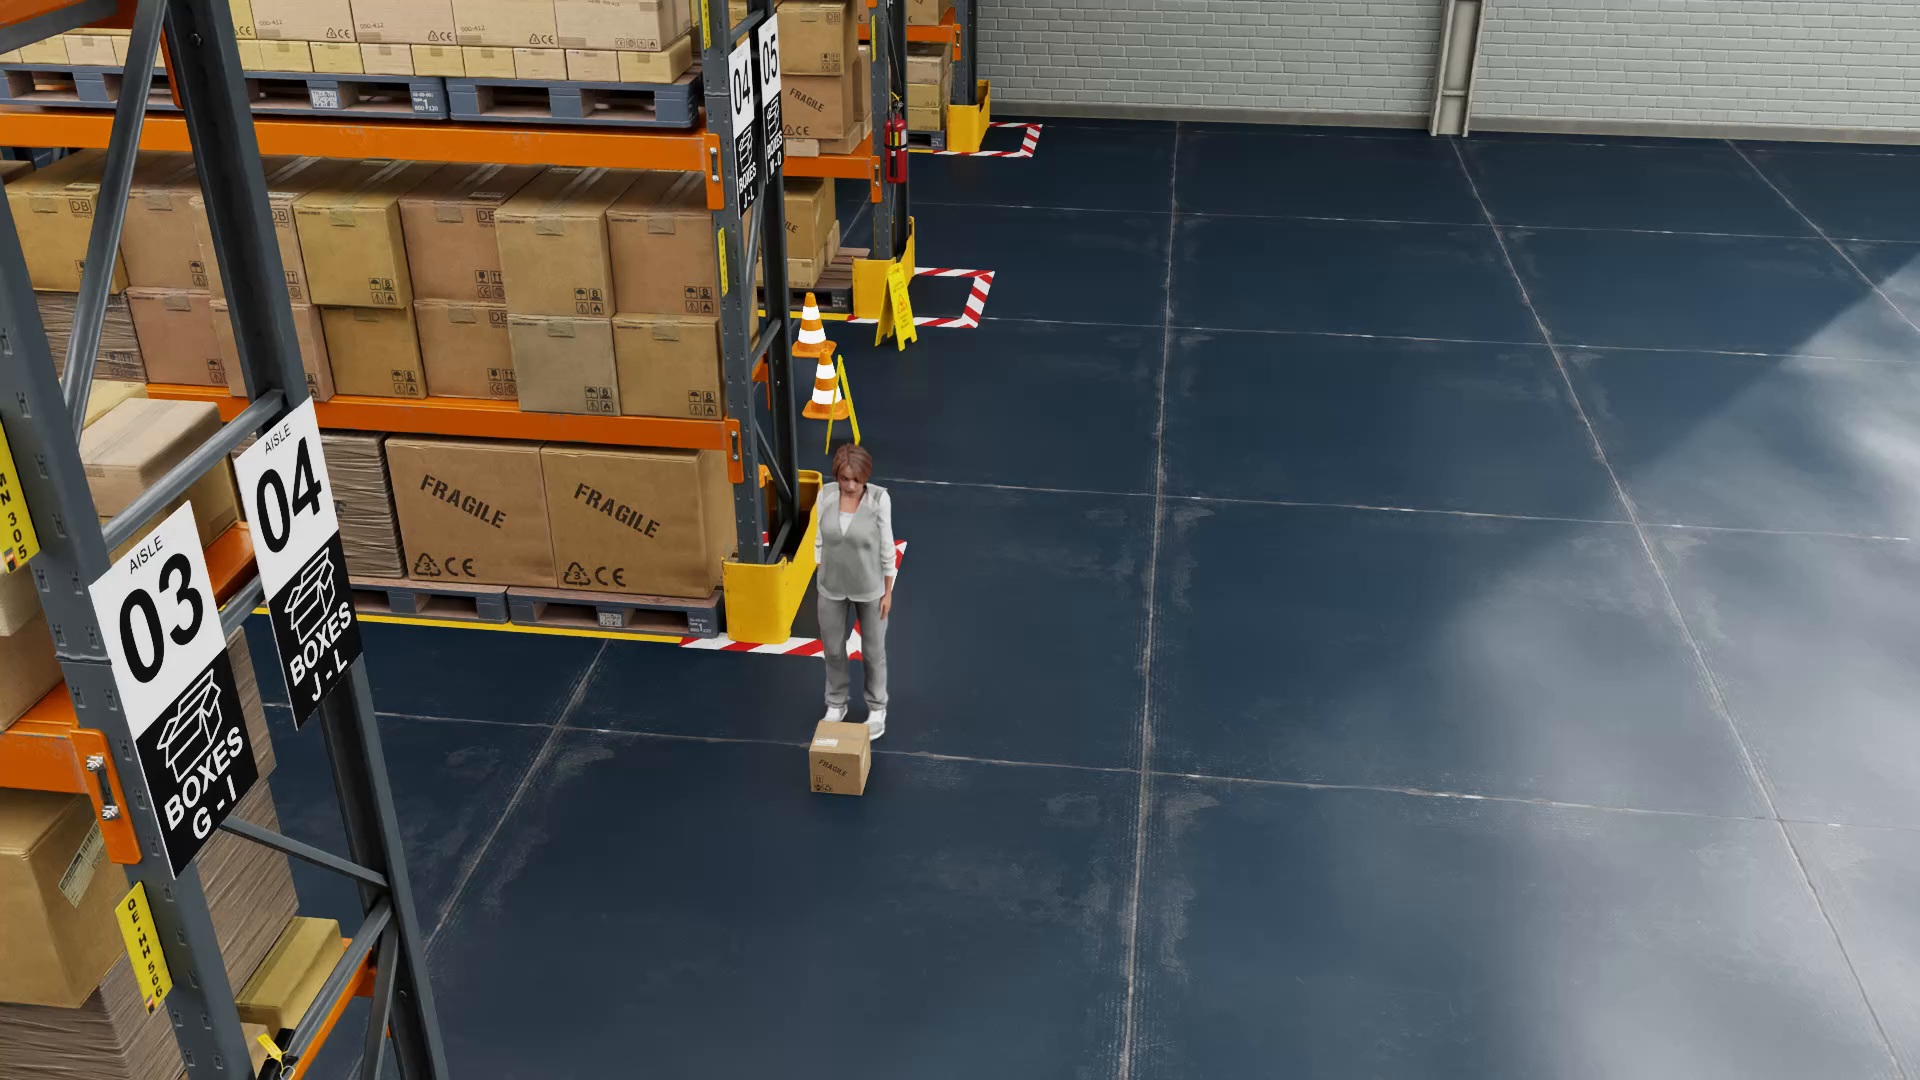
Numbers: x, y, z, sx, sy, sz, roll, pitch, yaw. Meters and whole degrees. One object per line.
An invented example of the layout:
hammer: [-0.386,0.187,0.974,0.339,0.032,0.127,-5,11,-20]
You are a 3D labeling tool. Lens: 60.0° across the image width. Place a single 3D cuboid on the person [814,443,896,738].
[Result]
person: [-0.510,0.253,8.183,0.407,1.595,0.301,4,29,7]
